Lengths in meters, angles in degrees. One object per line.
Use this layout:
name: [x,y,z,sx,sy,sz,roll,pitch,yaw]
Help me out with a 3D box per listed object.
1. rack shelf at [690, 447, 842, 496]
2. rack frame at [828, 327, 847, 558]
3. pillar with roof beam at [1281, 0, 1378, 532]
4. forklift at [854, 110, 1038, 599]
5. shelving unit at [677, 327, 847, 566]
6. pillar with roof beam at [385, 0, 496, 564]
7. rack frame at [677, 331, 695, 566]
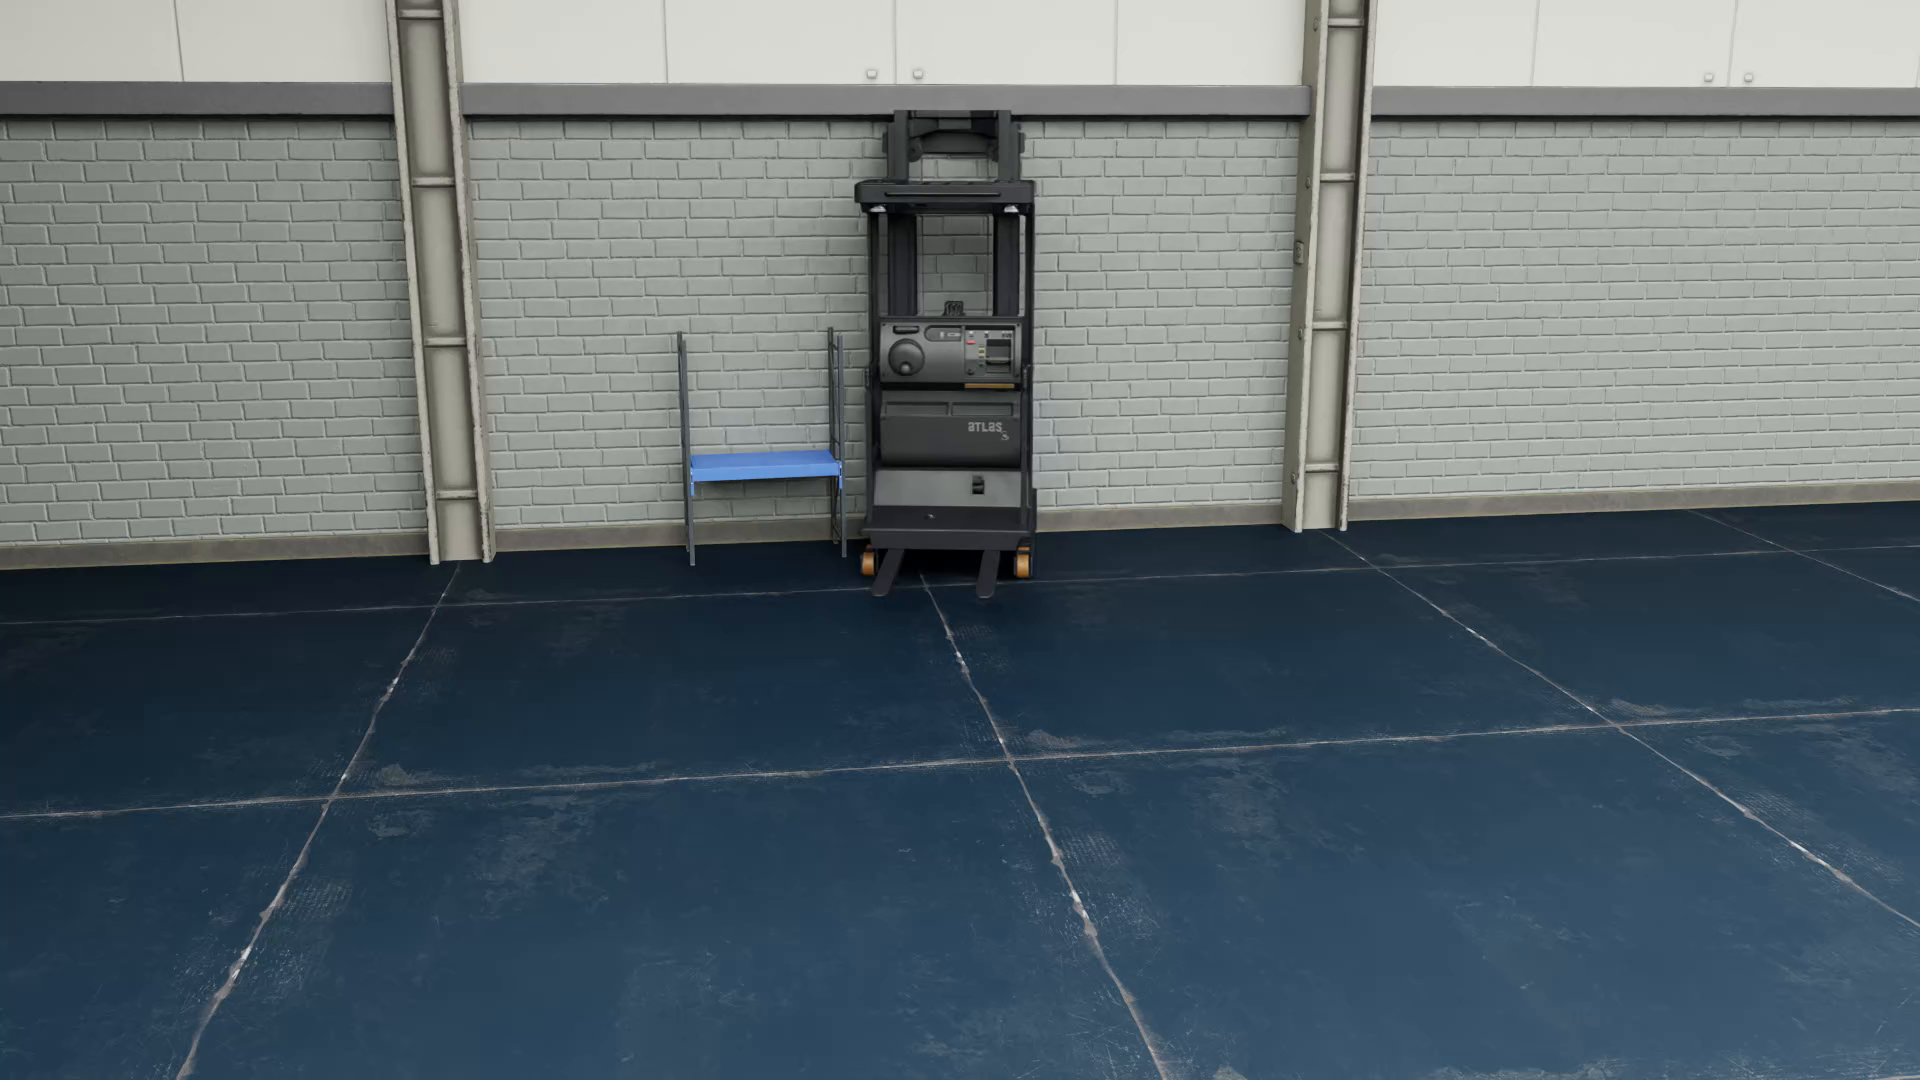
rack shelf: [-1.332,-0.468,11.243,1.000,0.185,0.538,-3,14,-12]
rack frame: [-0.836,-0.669,11.306,0.032,1.500,0.500,-3,14,-12]
pillar with roof beam: [3.217,-3.429,6.895,0.400,9.000,9.100,-2,14,-8]
forklift: [-0.071,-1.250,10.681,1.130,2.935,3.031,1,14,3]
shelving unit: [-1.332,-0.642,11.199,1.048,1.500,0.538,-3,14,-12]
pillar with roof beam: [-2.716,-3.211,6.028,0.400,9.000,9.100,-2,14,-8]
rack frame: [-1.828,-0.615,11.093,0.032,1.500,0.500,-3,14,-12]
